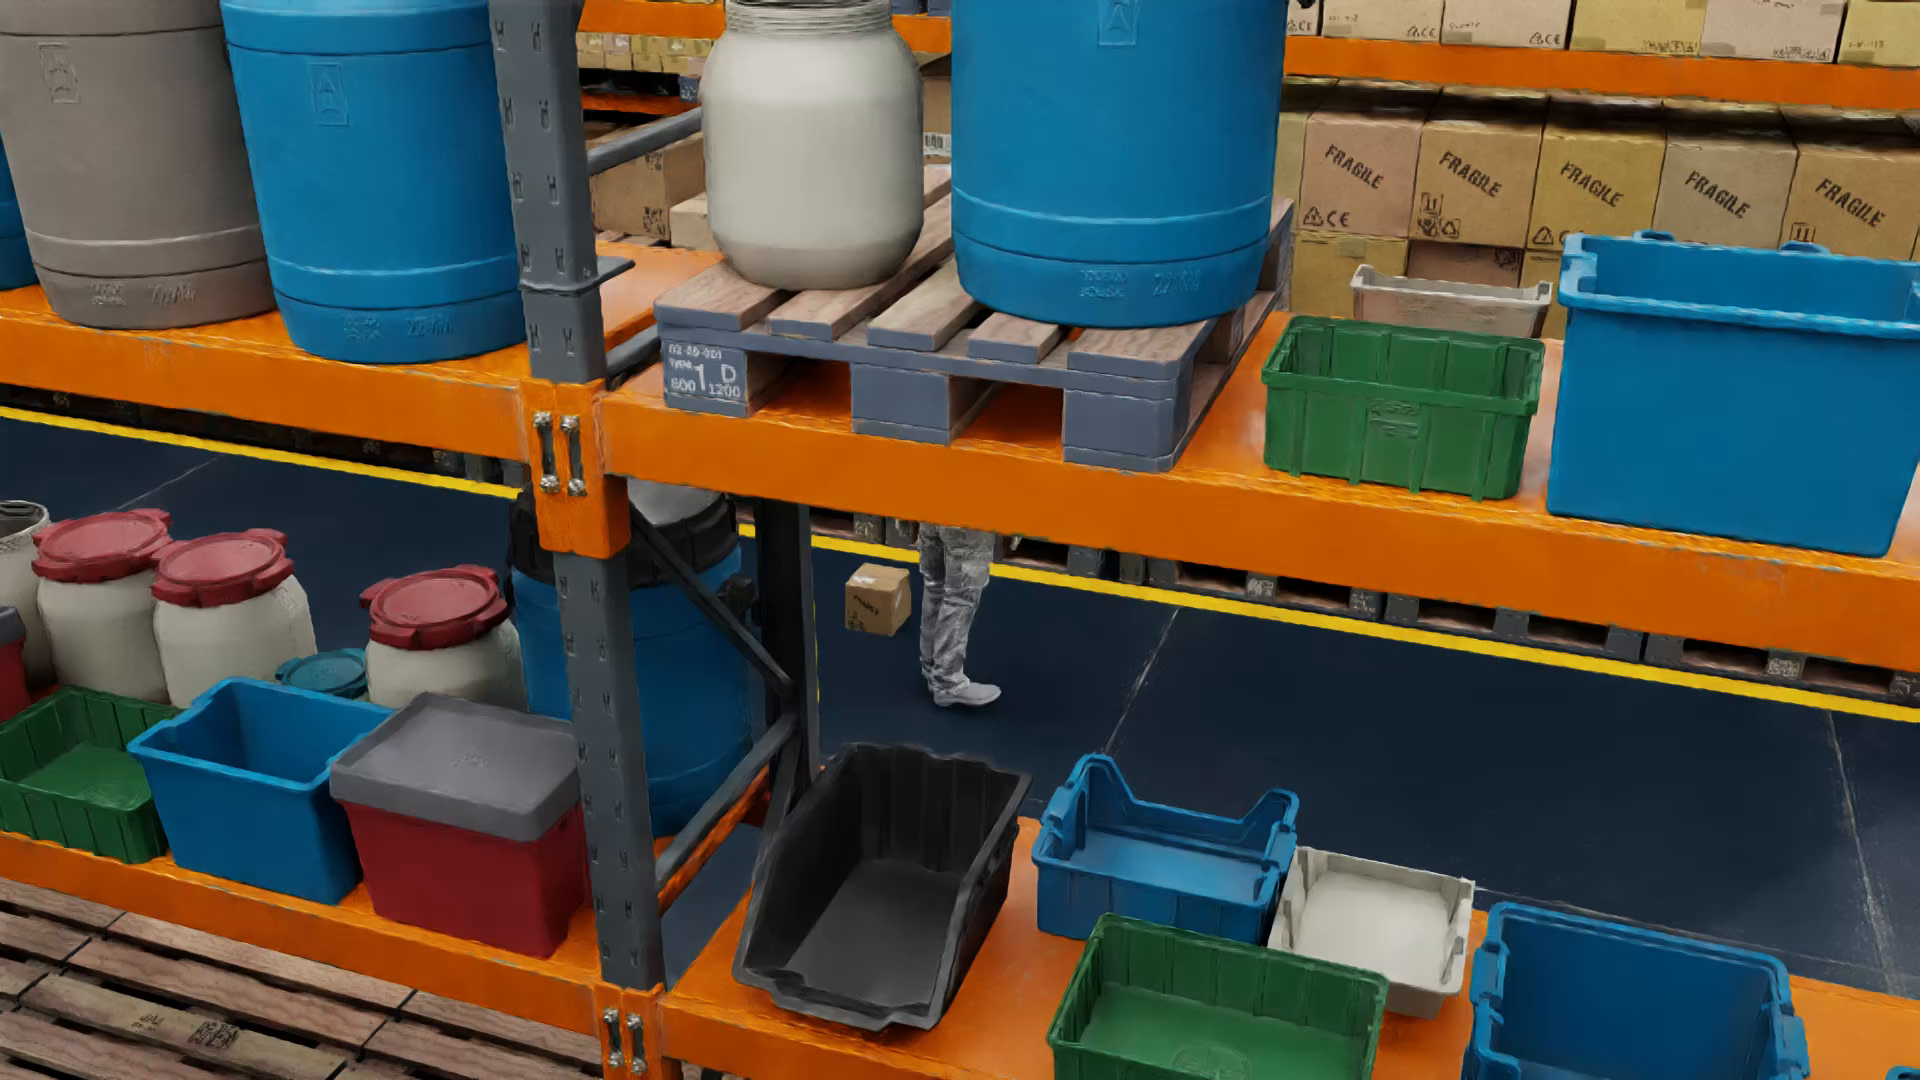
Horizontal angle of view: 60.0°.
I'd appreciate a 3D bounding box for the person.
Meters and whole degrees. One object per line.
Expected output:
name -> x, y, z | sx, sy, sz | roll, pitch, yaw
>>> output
person -> -0.023, -0.122, 7.291 | 0.594, 1.785, 0.378 | 20, 32, 35
